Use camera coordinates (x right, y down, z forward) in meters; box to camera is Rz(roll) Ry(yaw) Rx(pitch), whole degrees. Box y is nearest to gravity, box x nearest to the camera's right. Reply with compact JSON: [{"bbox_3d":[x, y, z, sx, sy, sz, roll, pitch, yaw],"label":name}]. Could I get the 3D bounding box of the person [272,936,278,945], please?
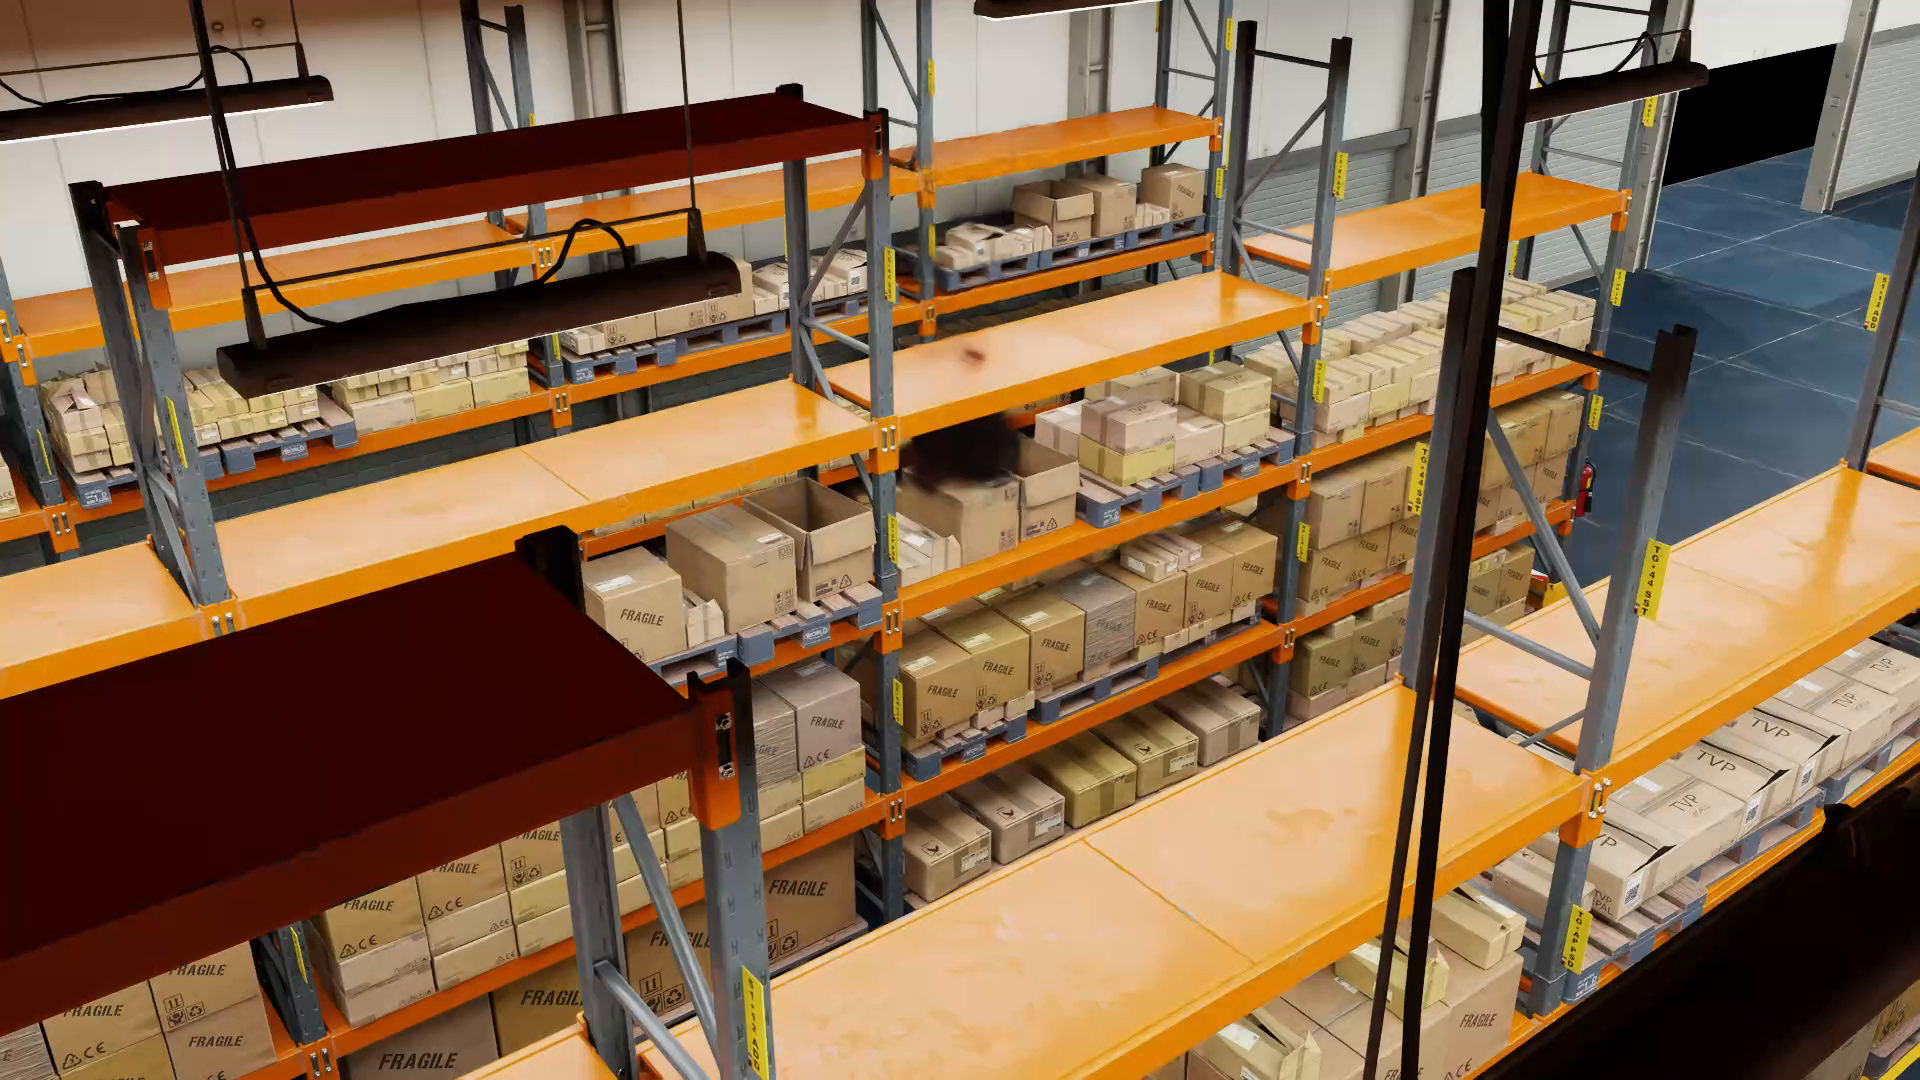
[{"bbox_3d":[-4.984,2.215,11.665,0.654,1.697,0.525,23,34,39],"label":"person"}]
